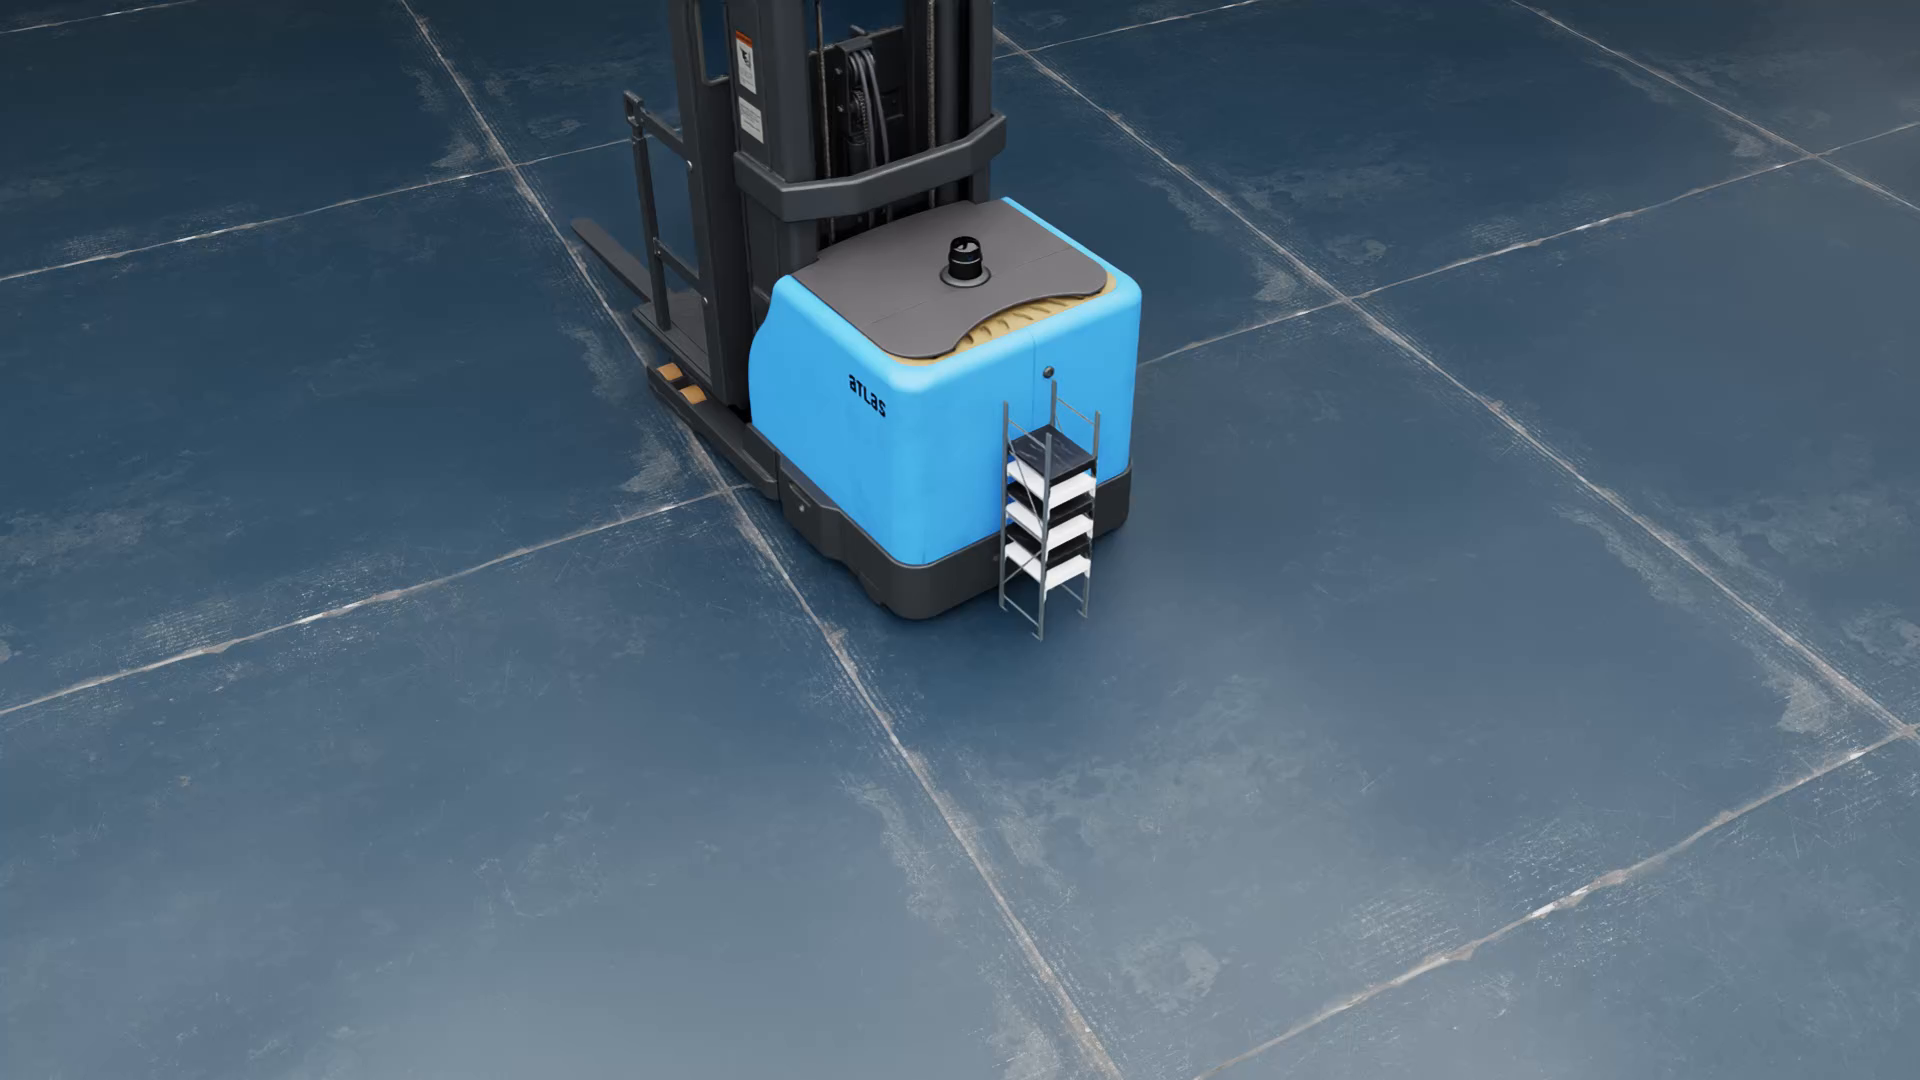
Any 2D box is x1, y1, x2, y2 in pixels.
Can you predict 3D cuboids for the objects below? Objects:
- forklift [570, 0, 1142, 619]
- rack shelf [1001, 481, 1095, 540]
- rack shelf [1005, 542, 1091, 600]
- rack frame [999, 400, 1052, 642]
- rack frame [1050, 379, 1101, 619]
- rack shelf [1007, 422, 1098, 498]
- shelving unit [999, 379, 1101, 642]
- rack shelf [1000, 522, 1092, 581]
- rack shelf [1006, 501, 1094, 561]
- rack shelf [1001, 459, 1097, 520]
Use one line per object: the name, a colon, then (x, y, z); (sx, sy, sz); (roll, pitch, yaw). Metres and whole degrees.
forklift: (-0.636, -1.749, 6.048); (1.130, 2.935, 3.031); (-25, 46, -27)
rack shelf: (0.296, -0.130, 5.619); (0.200, 0.077, 0.258); (-26, 47, -27)
rack shelf: (0.296, 0.076, 5.794); (0.200, 0.077, 0.258); (-26, 47, -27)
rack frame: (0.215, -0.047, 5.609); (0.006, 0.900, 0.240); (-26, 47, -27)
rack frame: (0.377, -0.126, 5.703); (0.006, 0.900, 0.240); (-26, 47, -27)
rack shelf: (0.296, -0.267, 5.503); (0.200, 0.077, 0.258); (-26, 47, -27)
shelving unit: (0.296, -0.087, 5.656); (0.210, 0.900, 0.258); (-26, 47, -27)
rack shelf: (0.296, 0.007, 5.736); (0.200, 0.077, 0.258); (-26, 47, -27)
rack shelf: (0.296, -0.061, 5.677); (0.200, 0.077, 0.258); (-26, 47, -27)
rack shelf: (0.296, -0.199, 5.561); (0.200, 0.077, 0.258); (-26, 47, -27)
